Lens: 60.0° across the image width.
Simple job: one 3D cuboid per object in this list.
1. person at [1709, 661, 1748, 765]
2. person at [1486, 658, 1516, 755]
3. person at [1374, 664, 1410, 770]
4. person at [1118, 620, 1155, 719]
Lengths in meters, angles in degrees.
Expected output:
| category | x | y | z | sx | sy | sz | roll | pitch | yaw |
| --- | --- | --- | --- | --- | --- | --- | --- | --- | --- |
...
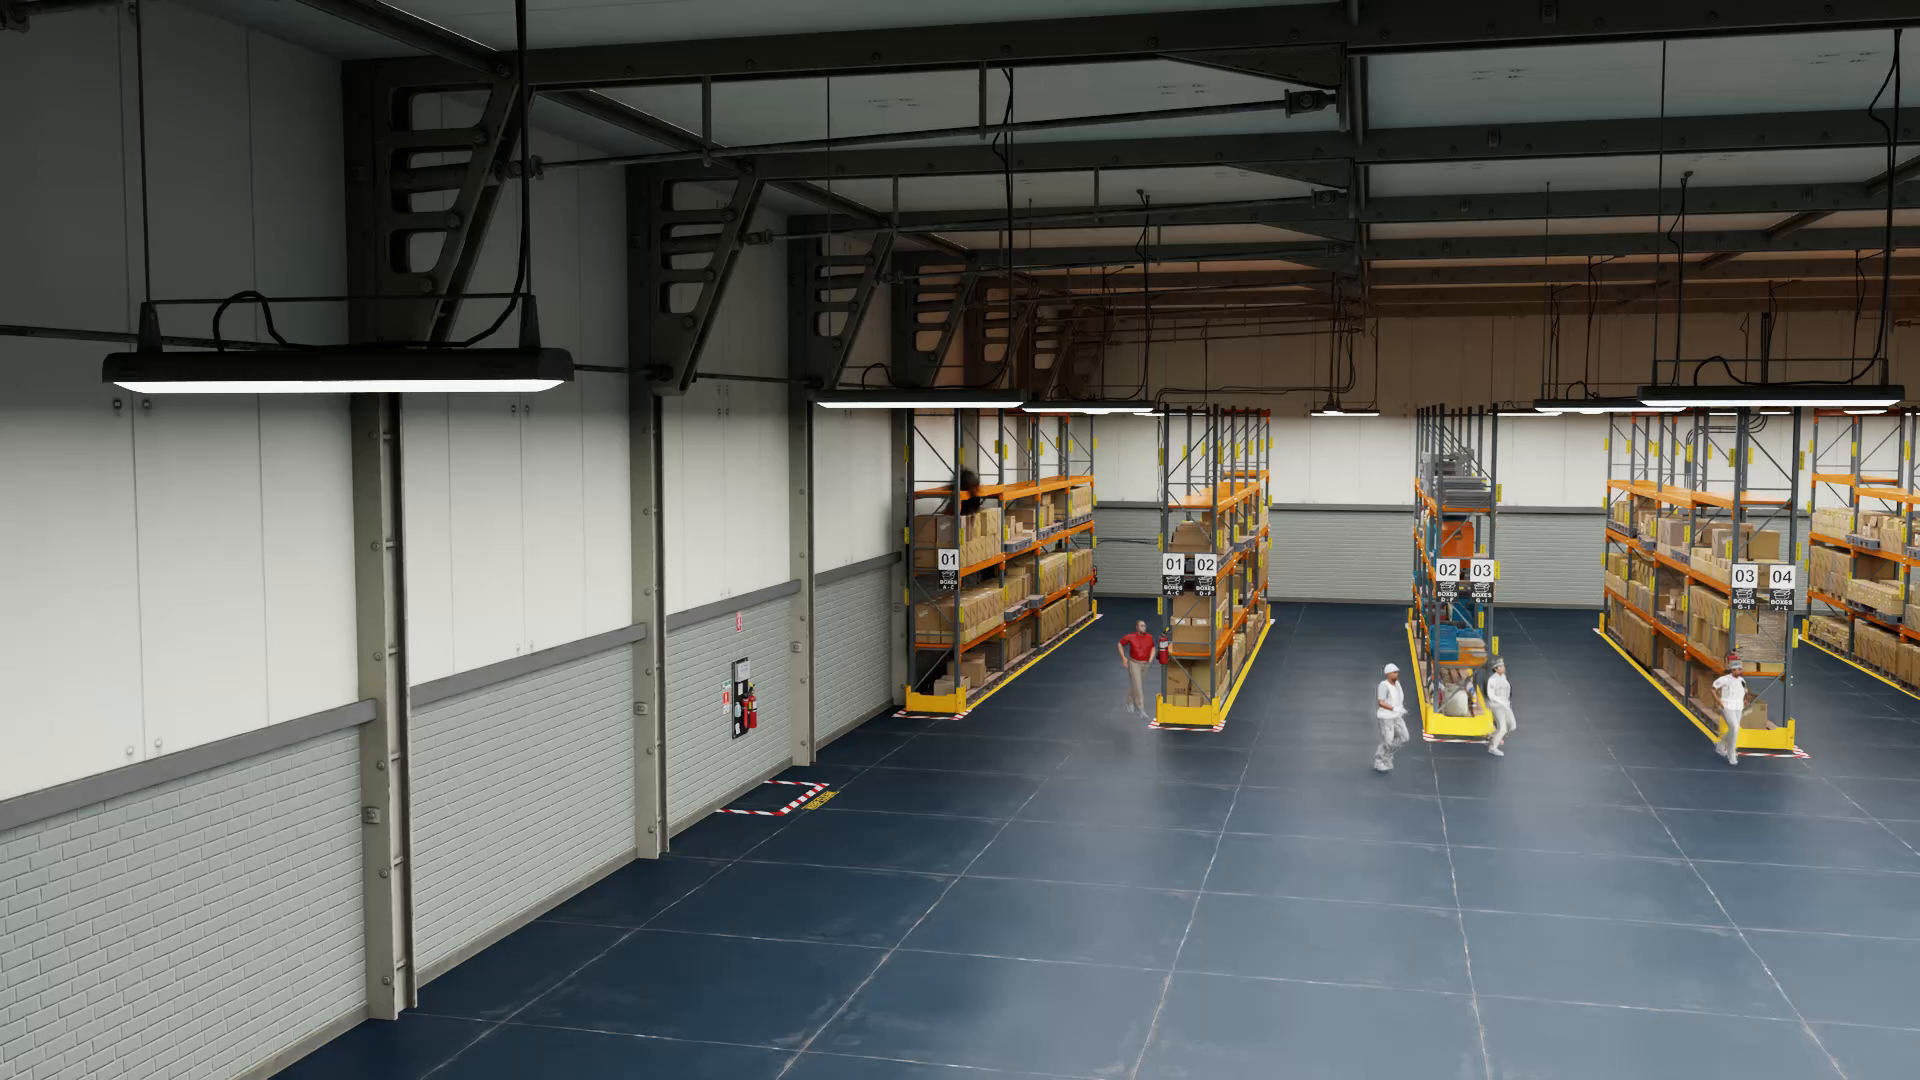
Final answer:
| category | x | y | z | sx | sy | sz | roll | pitch | yaw |
| --- | --- | --- | --- | --- | --- | --- | --- | --- | --- |
| person | 12.919 | 2.868 | 27.859 | 0.581 | 1.726 | 0.700 | -1 | 4 | -16 |
| person | 9.218 | 2.836 | 28.367 | 0.490 | 1.663 | 0.625 | 4 | 6 | 44 |
| person | 7.031 | 2.880 | 26.937 | 0.721 | 1.759 | 0.638 | -4 | 6 | -44 |
| person | 3.306 | 2.359 | 30.657 | 0.679 | 1.767 | 0.894 | -2 | 5 | -27 |
